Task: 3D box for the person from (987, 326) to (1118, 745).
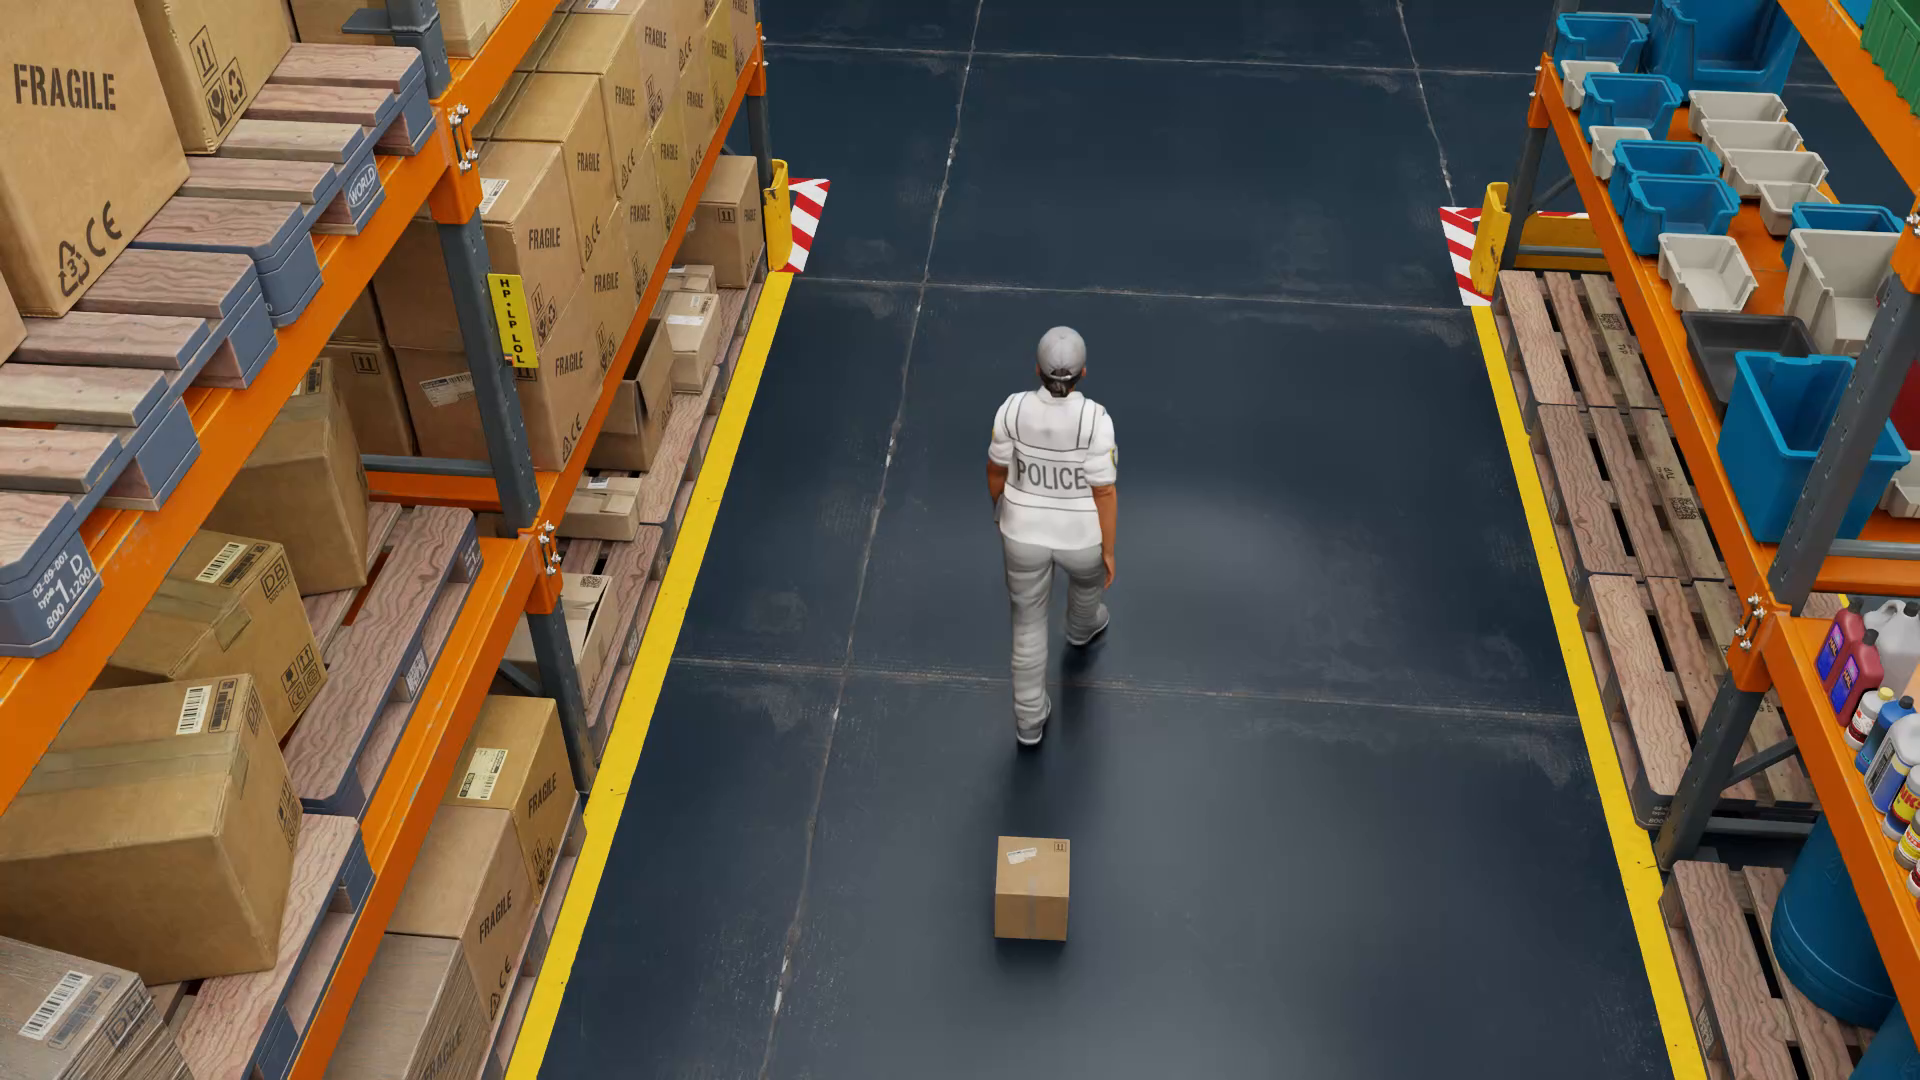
[{"bbox_3d":[0.348,-0.074,6.242,0.505,1.627,0.865,5,41,6],"label":"person"}]
